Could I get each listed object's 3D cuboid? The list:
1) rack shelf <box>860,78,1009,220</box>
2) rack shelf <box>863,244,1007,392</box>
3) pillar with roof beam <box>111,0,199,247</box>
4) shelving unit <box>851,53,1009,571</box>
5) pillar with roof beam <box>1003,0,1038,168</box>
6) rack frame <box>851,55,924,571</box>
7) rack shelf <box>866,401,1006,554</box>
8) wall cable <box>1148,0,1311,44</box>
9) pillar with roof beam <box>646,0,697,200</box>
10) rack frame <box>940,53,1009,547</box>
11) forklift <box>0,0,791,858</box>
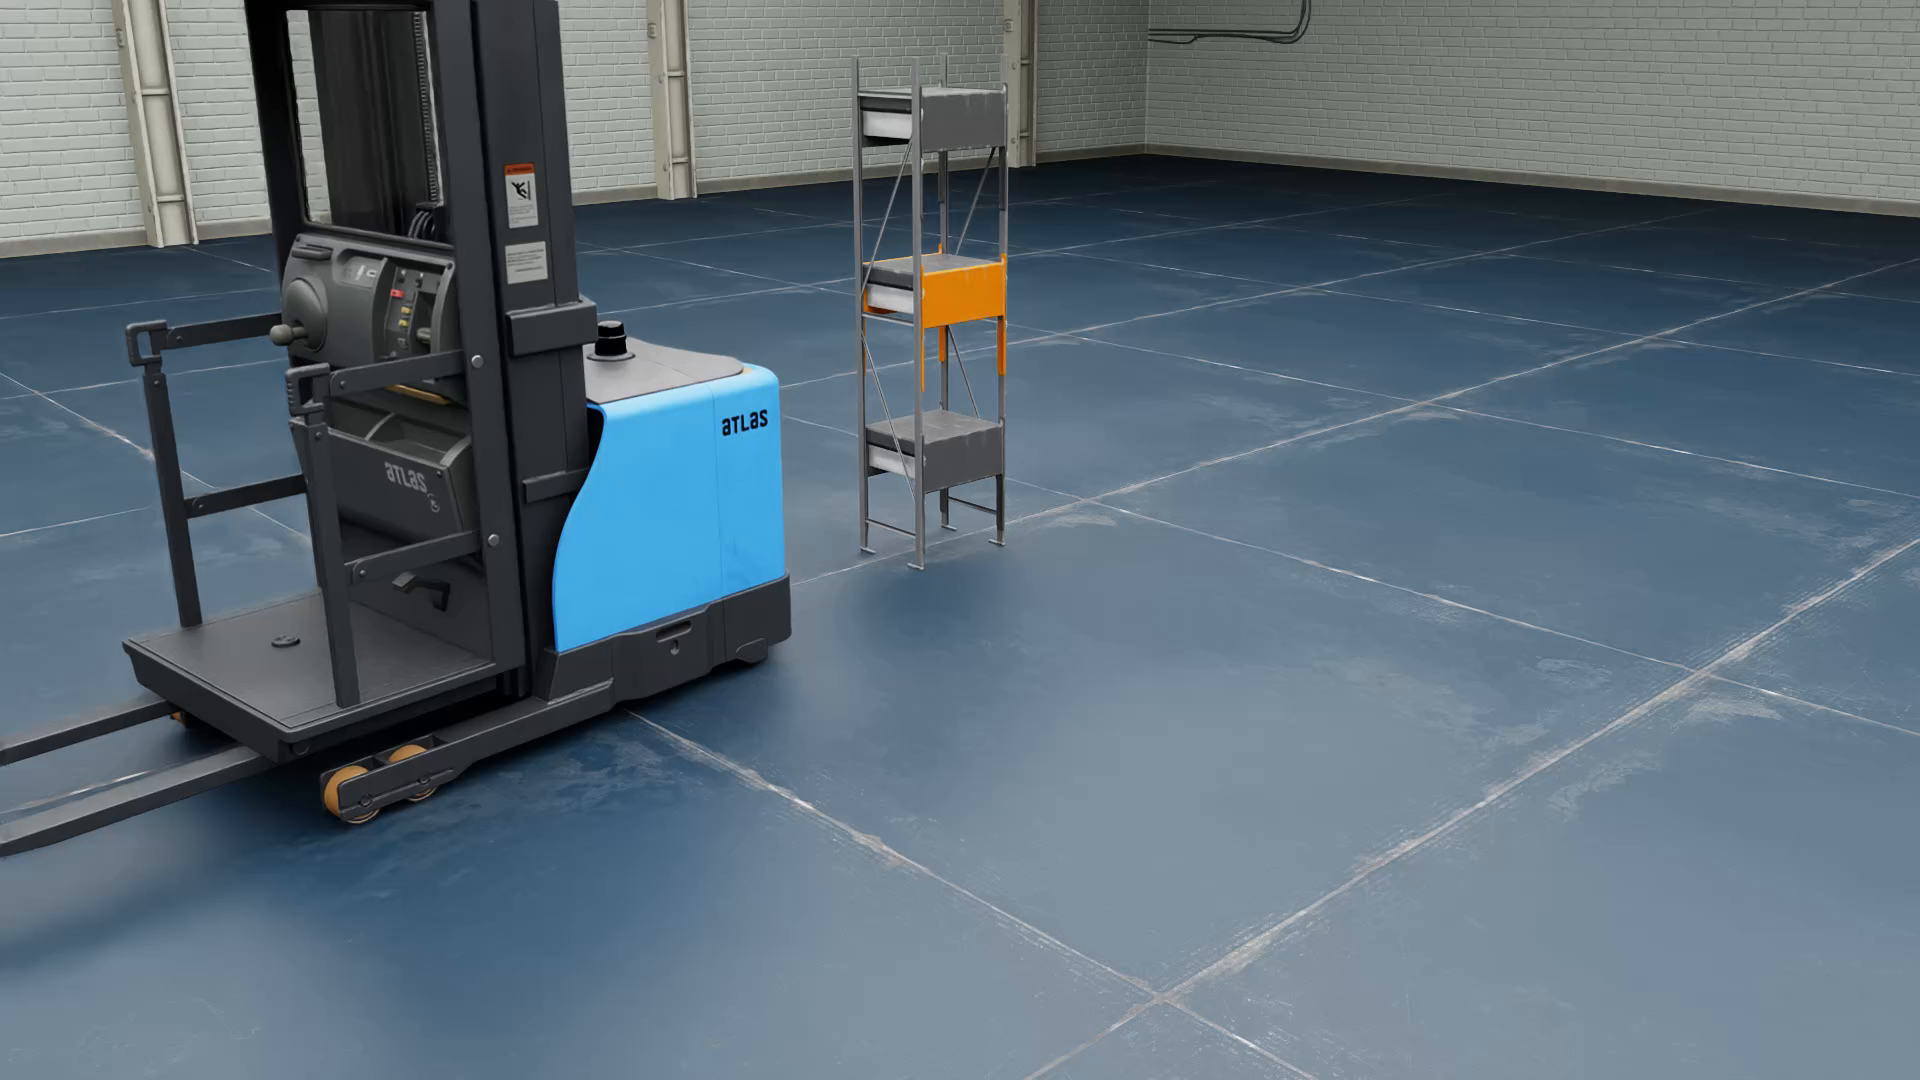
[{"bbox_3d":[-0.120,-1.617,6.841,0.480,0.518,0.431,-16,24,-41],"label":"rack shelf"},{"bbox_3d":[-0.120,-0.951,7.057,0.480,0.518,0.431,-16,24,-41],"label":"rack shelf"},{"bbox_3d":[-4.893,-6.270,12.232,0.400,9.000,9.100,-16,24,-41],"label":"pillar with roof beam"},{"bbox_3d":[-0.120,-0.964,7.053,0.503,2.100,0.431,-16,24,-41],"label":"shelving unit"},{"bbox_3d":[3.826,-8.813,20.075,0.400,9.000,9.100,-16,24,-41],"label":"pillar with roof beam"},{"bbox_3d":[-0.298,-0.912,6.893,0.015,2.100,0.400,-16,24,-41],"label":"rack frame"},{"bbox_3d":[-0.120,-0.285,7.273,0.480,0.518,0.431,-16,24,-41],"label":"rack shelf"},{"bbox_3d":[3.918,-8.628,24.540,0.112,2.526,3.097,-16,24,-41],"label":"wall cable"},{"bbox_3d":[-0.533,-7.541,16.153,0.400,9.000,9.100,-16,24,-41],"label":"pillar with roof beam"},{"bbox_3d":[0.057,-1.015,7.212,0.015,2.100,0.400,-16,24,-41],"label":"rack frame"},{"bbox_3d":[-1.975,-0.733,4.995,1.130,2.935,3.031,15,23,39],"label":"forklift"}]
